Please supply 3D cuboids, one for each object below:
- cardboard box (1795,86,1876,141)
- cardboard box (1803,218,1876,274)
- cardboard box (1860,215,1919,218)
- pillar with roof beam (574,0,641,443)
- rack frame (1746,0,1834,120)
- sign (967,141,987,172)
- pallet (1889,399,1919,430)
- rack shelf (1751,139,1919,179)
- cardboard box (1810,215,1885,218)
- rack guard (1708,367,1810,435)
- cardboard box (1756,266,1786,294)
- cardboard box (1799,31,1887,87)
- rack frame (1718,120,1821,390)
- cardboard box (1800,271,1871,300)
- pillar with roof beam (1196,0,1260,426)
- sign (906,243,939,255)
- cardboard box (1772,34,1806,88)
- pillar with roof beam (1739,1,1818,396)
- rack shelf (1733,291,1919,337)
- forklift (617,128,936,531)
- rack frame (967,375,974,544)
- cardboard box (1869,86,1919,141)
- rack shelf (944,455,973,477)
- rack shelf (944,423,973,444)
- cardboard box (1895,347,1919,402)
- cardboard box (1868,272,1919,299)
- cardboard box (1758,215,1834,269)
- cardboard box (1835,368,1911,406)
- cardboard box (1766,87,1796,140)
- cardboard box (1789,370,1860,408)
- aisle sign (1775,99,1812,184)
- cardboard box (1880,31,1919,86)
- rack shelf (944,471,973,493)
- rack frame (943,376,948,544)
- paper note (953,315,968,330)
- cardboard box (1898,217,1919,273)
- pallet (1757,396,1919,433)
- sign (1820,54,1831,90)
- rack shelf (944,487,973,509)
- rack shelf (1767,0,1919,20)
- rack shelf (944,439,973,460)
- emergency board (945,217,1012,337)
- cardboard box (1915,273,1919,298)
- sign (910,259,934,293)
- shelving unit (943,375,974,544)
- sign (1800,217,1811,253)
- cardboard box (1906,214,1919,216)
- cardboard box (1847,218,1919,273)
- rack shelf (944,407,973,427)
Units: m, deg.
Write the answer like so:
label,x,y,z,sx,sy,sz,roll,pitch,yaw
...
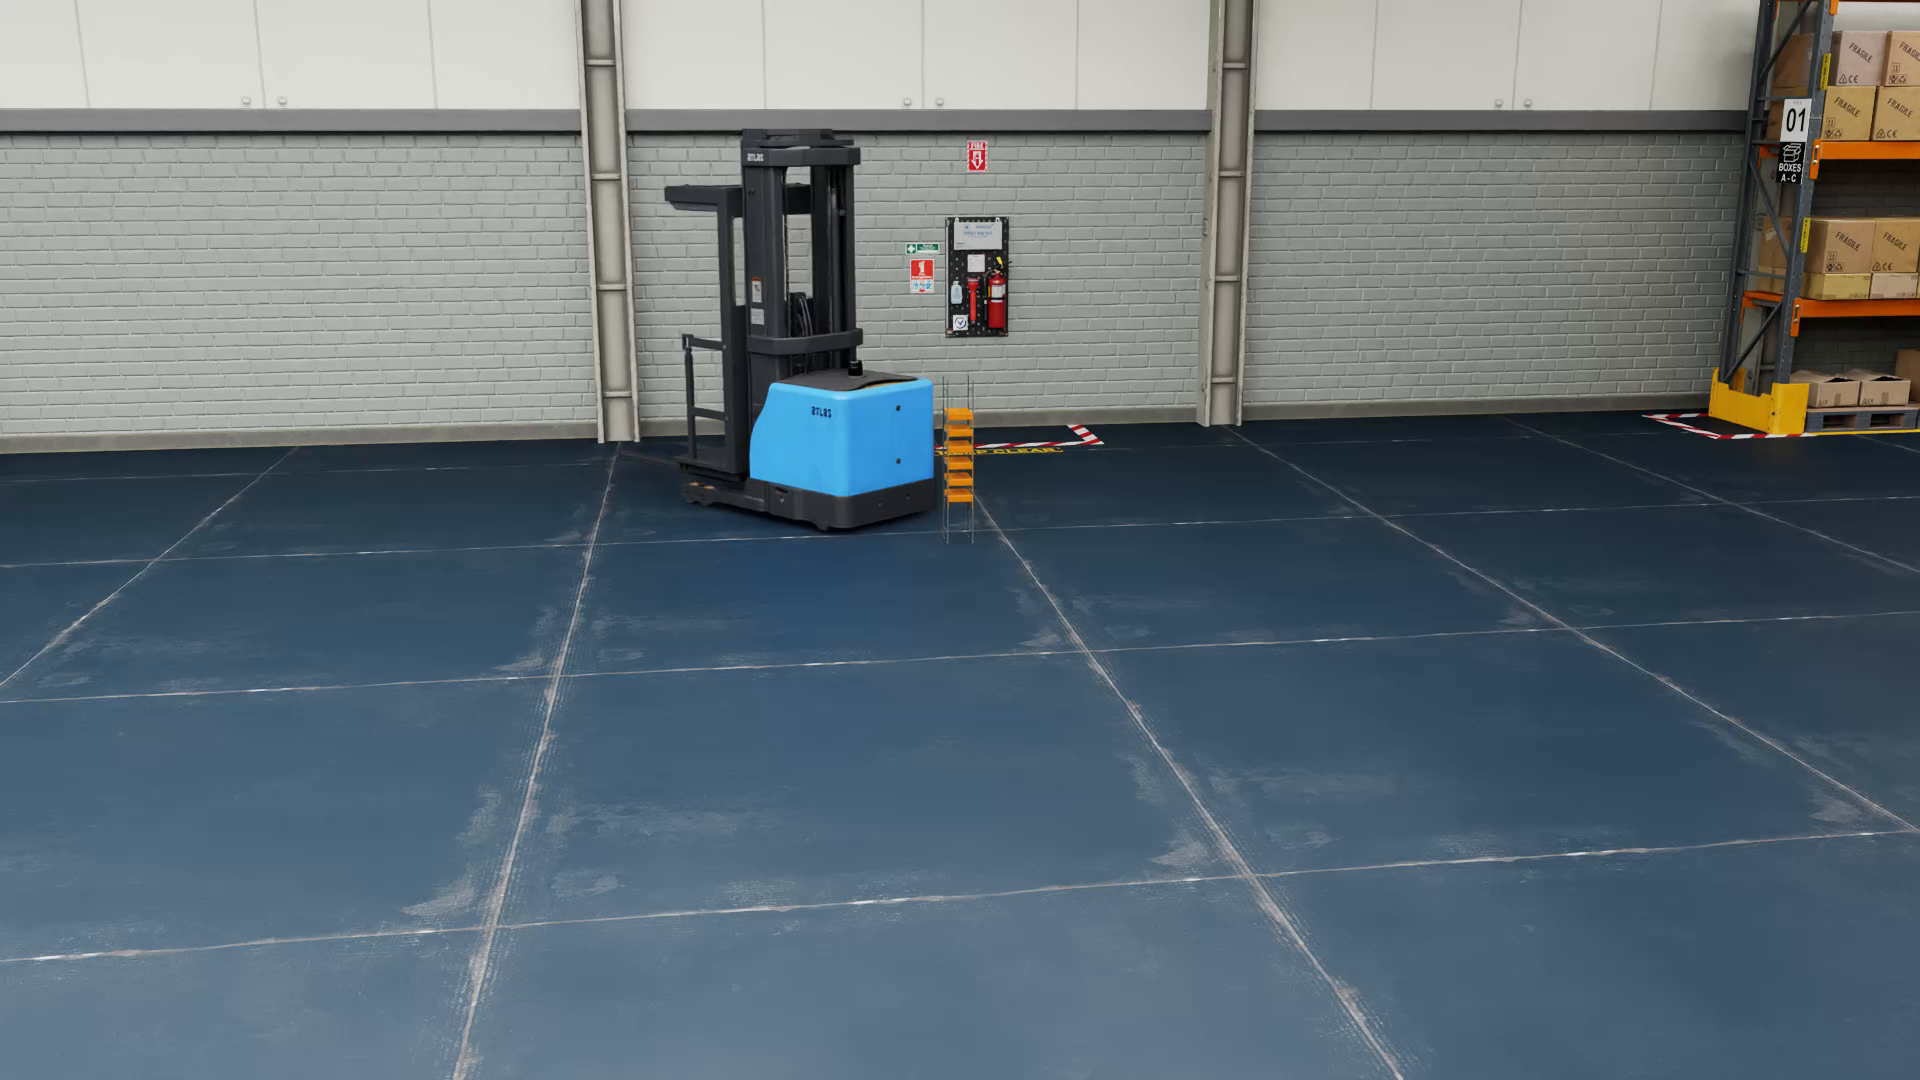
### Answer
label,x,y,z,sx,sy,sz,roll,pitch,yaw
cardboard box,8.377,-4.096,15.974,0.500,0.500,0.500,-2,14,-7
cardboard box,8.526,-2.876,16.250,0.500,0.500,0.500,-2,14,-8
cardboard box,9.453,-3.035,16.884,0.500,0.500,0.500,-2,14,-10
pillar with roof beam,-2.653,-4.304,10.883,0.400,9.000,9.100,-2,14,-8
rack frame,8.009,-5.541,15.815,0.127,3.000,1.000,-2,14,-8
sign,0.167,-3.714,16.101,0.199,0.298,0.001,-2,14,-8
pallet,10.096,-1.345,17.152,1.213,0.211,1.003,-2,14,-8
rack shelf,9.986,-3.809,16.557,4.000,0.370,1.077,-2,14,-8
cardboard box,8.942,-3.015,16.805,0.500,0.500,0.500,-2,14,-8
rack guard,8.084,-1.421,16.860,0.348,0.500,1.175,-2,14,-8
cardboard box,8.442,-2.631,16.814,0.500,0.250,0.500,-2,14,-7
cardboard box,8.426,-4.584,15.867,0.500,0.500,0.500,-3,14,-12
rack frame,8.009,-2.631,16.545,0.127,3.000,1.000,-2,14,-8
cardboard box,8.539,-2.509,16.327,0.500,0.250,0.500,-3,14,-10
pillar with roof beam,3.280,-4.521,11.750,0.400,9.000,9.100,-2,14,-8
sign,-0.367,-2.843,16.231,0.331,0.109,0.001,-2,14,-8
cardboard box,8.396,-4.707,16.357,0.500,0.500,0.500,-1,14,-6
pillar with roof beam,9.213,-4.738,12.617,0.400,9.000,9.100,-2,14,-8
rack shelf,9.986,-2.354,16.922,4.000,0.370,1.077,-2,14,-8
forklift,-1.614,-1.769,13.251,3.031,2.935,1.130,13,19,41
rack frame,0.076,-0.585,12.087,0.006,1.200,0.240,-2,14,-8
cardboard box,8.913,-4.107,16.017,0.500,0.500,0.500,-1,14,-5
rack shelf,-0.014,-0.538,12.085,0.180,0.103,0.258,-2,14,-8
rack shelf,-0.014,-0.771,12.026,0.180,0.103,0.258,-2,14,-8
cardboard box,10.003,-1.670,16.950,0.500,0.500,0.700,-3,14,-12
cardboard box,9.050,-2.531,16.416,0.500,0.250,0.500,-3,14,-10
cardboard box,8.443,-3.000,16.742,0.500,0.500,0.500,-2,14,-9
cardboard box,9.270,-1.564,16.915,0.500,0.311,0.500,-1,14,-4
cardboard box,8.384,-4.220,16.469,0.500,0.500,0.500,-1,14,-4
cardboard box,8.706,-1.543,16.832,0.500,0.311,0.500,-4,15,-15
aisle sign,7.982,-3.817,15.931,0.004,0.787,0.394,-2,14,-8
cardboard box,8.929,-4.590,15.891,0.500,0.500,0.500,-2,14,-9
rack shelf,-0.014,-0.422,12.114,0.180,0.103,0.258,-2,14,-8
rack frame,-0.105,-0.578,12.061,0.006,1.200,0.240,-2,14,-8
paper note,0.004,-2.149,16.436,0.142,0.148,0.016,-2,14,-8
cardboard box,9.528,-2.909,16.381,0.500,0.500,0.500,-3,14,-10
pallet,8.892,-1.302,16.979,1.213,0.211,1.003,-2,14,-8
sign,8.090,-4.379,15.553,0.005,0.325,0.100,-2,14,-8
rack shelf,-0.014,-0.306,12.143,0.180,0.103,0.258,-2,14,-8
rack shelf,9.986,-5.262,16.192,4.000,0.370,1.077,-2,14,-8
rack shelf,-0.014,-0.655,12.055,0.180,0.103,0.258,-2,14,-8
emergency board,0.190,-2.566,16.288,0.643,1.169,0.194,-2,14,-8
cardboard box,9.555,-2.548,16.483,0.500,0.250,0.500,-2,14,-9
sign,-0.372,-2.588,16.303,0.234,0.329,0.001,-2,14,-8
shelving unit,-0.014,-0.581,12.074,0.189,1.200,0.258,-2,14,-8
sign,8.090,-2.920,15.919,0.005,0.325,0.100,-2,14,-8
cardboard box,9.951,-3.053,16.957,0.500,0.500,0.500,-2,14,-8
cardboard box,9.016,-2.892,16.312,0.500,0.500,0.500,-2,14,-8
rack shelf,-0.014,-0.888,11.997,0.180,0.103,0.258,-2,14,-8
